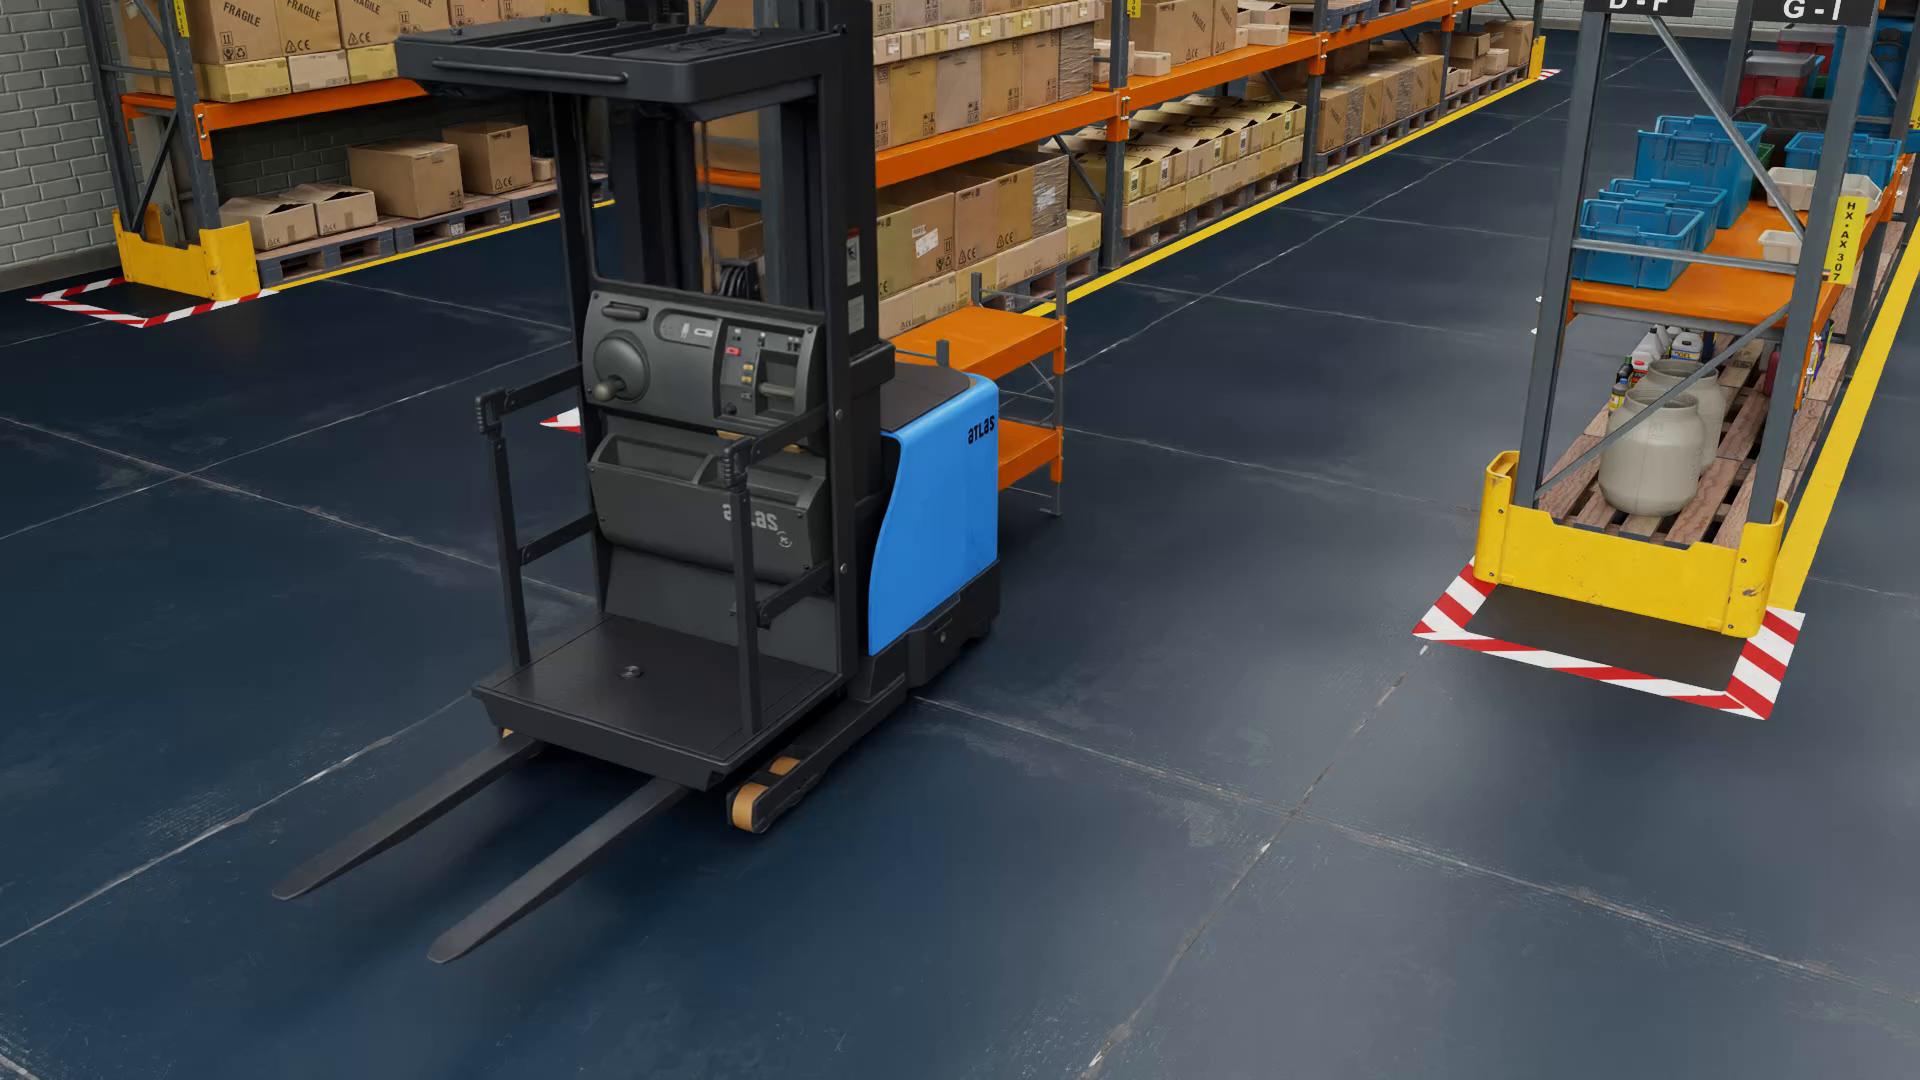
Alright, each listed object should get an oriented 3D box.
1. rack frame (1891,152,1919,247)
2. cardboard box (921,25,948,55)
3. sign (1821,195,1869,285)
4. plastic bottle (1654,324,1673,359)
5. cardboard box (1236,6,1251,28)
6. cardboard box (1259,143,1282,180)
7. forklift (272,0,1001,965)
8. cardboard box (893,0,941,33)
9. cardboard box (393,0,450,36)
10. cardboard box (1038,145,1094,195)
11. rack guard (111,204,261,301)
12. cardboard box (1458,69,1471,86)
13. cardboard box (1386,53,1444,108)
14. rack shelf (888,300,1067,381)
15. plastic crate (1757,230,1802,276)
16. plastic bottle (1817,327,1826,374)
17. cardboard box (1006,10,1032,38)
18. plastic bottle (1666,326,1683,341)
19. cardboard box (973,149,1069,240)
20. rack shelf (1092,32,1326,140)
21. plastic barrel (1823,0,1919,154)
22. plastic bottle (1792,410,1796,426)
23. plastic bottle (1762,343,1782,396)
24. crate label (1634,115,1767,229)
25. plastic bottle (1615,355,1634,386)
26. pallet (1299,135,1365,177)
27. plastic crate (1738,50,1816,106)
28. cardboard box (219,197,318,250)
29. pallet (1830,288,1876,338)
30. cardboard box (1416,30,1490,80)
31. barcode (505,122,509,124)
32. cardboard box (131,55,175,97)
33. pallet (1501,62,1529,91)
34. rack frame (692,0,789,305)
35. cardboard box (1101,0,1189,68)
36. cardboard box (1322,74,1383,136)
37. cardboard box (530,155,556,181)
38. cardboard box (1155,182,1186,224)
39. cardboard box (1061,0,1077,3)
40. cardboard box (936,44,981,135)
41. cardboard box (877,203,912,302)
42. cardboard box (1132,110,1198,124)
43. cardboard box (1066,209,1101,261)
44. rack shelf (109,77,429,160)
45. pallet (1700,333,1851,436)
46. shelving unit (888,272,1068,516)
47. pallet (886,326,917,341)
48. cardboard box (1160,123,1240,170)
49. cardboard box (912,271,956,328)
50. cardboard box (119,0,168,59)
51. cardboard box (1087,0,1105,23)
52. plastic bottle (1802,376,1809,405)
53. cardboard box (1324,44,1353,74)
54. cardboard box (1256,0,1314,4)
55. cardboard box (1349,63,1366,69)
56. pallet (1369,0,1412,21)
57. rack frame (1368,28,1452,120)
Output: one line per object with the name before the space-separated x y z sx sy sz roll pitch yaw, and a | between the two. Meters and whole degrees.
rack frame | 7.061 -3.810 12.775 1.000 3.000 0.127 14 27 29
cardboard box | -0.298 -3.015 9.996 0.380 0.149 0.250 13 27 28
sign | 3.306 -1.120 6.213 0.100 0.325 0.005 14 27 29
plastic bottle | 3.849 -1.053 9.188 0.144 0.351 0.185 14 27 29
cardboard box | 2.218 -4.547 14.589 0.500 0.311 0.500 14 27 28
cardboard box | 2.515 -3.376 14.706 0.500 0.250 0.500 14 27 28
forklift | -0.980 -0.579 5.397 1.130 2.935 3.031 12 26 26
cardboard box | -0.542 -3.312 9.866 0.700 0.500 0.500 14 27 29
cardboard box | -4.260 -4.083 12.625 0.500 0.500 0.500 15 27 31
cardboard box | 0.715 -2.884 12.863 0.500 0.311 0.500 14 27 29
rack guard | -5.536 -2.064 11.889 1.175 0.500 0.348 14 27 29
cardboard box | 5.817 -5.491 19.671 0.380 0.166 0.250 14 27 29
cardboard box | 4.948 -5.027 18.180 0.500 0.500 0.500 14 27 29
rack shelf | 0.004 -0.787 7.416 0.538 0.278 1.000 14 27 29
plastic crate | 3.586 -1.223 7.132 0.298 0.136 0.250 14 27 29
plastic bottle | 4.755 -1.103 9.304 0.144 0.351 0.185 12 26 26
cardboard box | 0.245 -3.363 10.800 0.380 0.149 0.250 14 27 29
plastic bottle | 4.027 -1.103 9.402 0.097 0.271 0.097 0 23 0
cardboard box | 0.412 -2.405 11.519 0.500 0.500 0.500 14 27 29
rack shelf | 1.799 -3.844 13.759 1.077 0.370 4.000 14 27 29
plastic barrel | 5.412 -2.757 9.711 0.600 0.901 0.708 14 27 29
plastic bottle | 4.243 -0.722 8.522 0.097 0.271 0.097 0 23 0
plastic bottle | 4.404 -0.932 8.991 0.061 0.283 0.133 14 27 29
crate label | 3.582 -1.804 8.096 0.502 0.435 0.616 14 27 29
plastic bottle | 3.483 -0.820 8.734 0.061 0.283 0.133 15 27 30
pallet | 3.280 -3.813 16.293 1.003 0.211 1.213 14 27 29
plastic crate | 4.946 -2.717 10.169 0.402 0.464 0.583 14 27 29
cardboard box | -5.135 -2.368 12.276 0.500 0.311 0.500 11 26 23
pallet | 5.332 -1.453 10.841 1.003 0.211 1.213 14 27 29
cardboard box | 5.951 -5.890 20.170 0.797 0.503 0.637 14 27 29
barcode | -3.955 -3.605 14.493 0.001 0.075 0.075 14 27 29
cardboard box | -5.494 -3.324 11.817 0.500 0.250 0.500 14 27 30
pallet | 6.615 -5.974 21.285 1.003 0.211 1.213 14 27 29
rack frame | -1.366 -2.149 8.938 1.000 3.000 0.127 14 27 29
cardboard box | 1.441 -3.978 13.038 0.500 0.500 0.500 16 28 33
cardboard box | 3.878 -4.344 16.601 0.500 0.500 0.500 13 27 28
cardboard box | -3.723 -3.251 14.496 0.380 0.166 0.250 10 25 22
cardboard box | 1.438 -2.686 13.112 0.500 0.250 0.500 15 27 30
cardboard box | 0.516 -3.989 11.430 0.700 0.500 0.500 14 27 29
cardboard box | -0.294 -2.873 10.484 0.700 0.500 0.500 15 27 31
cardboard box | -0.632 -1.727 9.953 0.500 0.500 0.500 14 27 29
cardboard box | 1.788 -3.571 14.450 0.500 0.311 0.500 13 27 28
cardboard box | 0.685 -2.227 12.052 0.500 0.250 0.500 14 27 29
rack shelf | -4.521 -3.531 13.035 1.077 0.370 4.000 14 27 29
pallet | 4.561 -0.962 9.707 1.003 0.211 1.213 14 27 29
shelving unit | 0.004 -0.518 7.532 0.538 1.125 1.048 14 27 29
pallet | -0.998 -1.136 10.109 1.003 0.211 1.213 14 27 29
cardboard box | 1.984 -3.294 13.809 0.500 0.311 0.500 15 27 30
cardboard box | -0.369 -1.552 10.493 0.500 0.250 0.500 14 27 29
cardboard box | -5.508 -3.674 11.680 0.500 0.500 0.500 14 27 28
cardboard box | 0.783 -3.706 11.592 0.380 0.149 0.250 14 27 29
plastic bottle | 4.456 -0.826 8.851 0.097 0.201 0.097 0 23 0
cardboard box | 3.711 -4.979 17.124 0.500 0.250 0.500 13 27 28
cardboard box | 3.091 -5.324 15.618 0.700 0.500 0.500 5 24 11
cardboard box | 3.960 -4.792 17.637 0.500 0.500 0.500 14 27 30
pallet | 3.876 -5.418 16.732 1.003 0.211 1.213 14 27 29
rack frame | 4.964 -6.199 18.294 1.000 3.000 0.127 14 27 29
